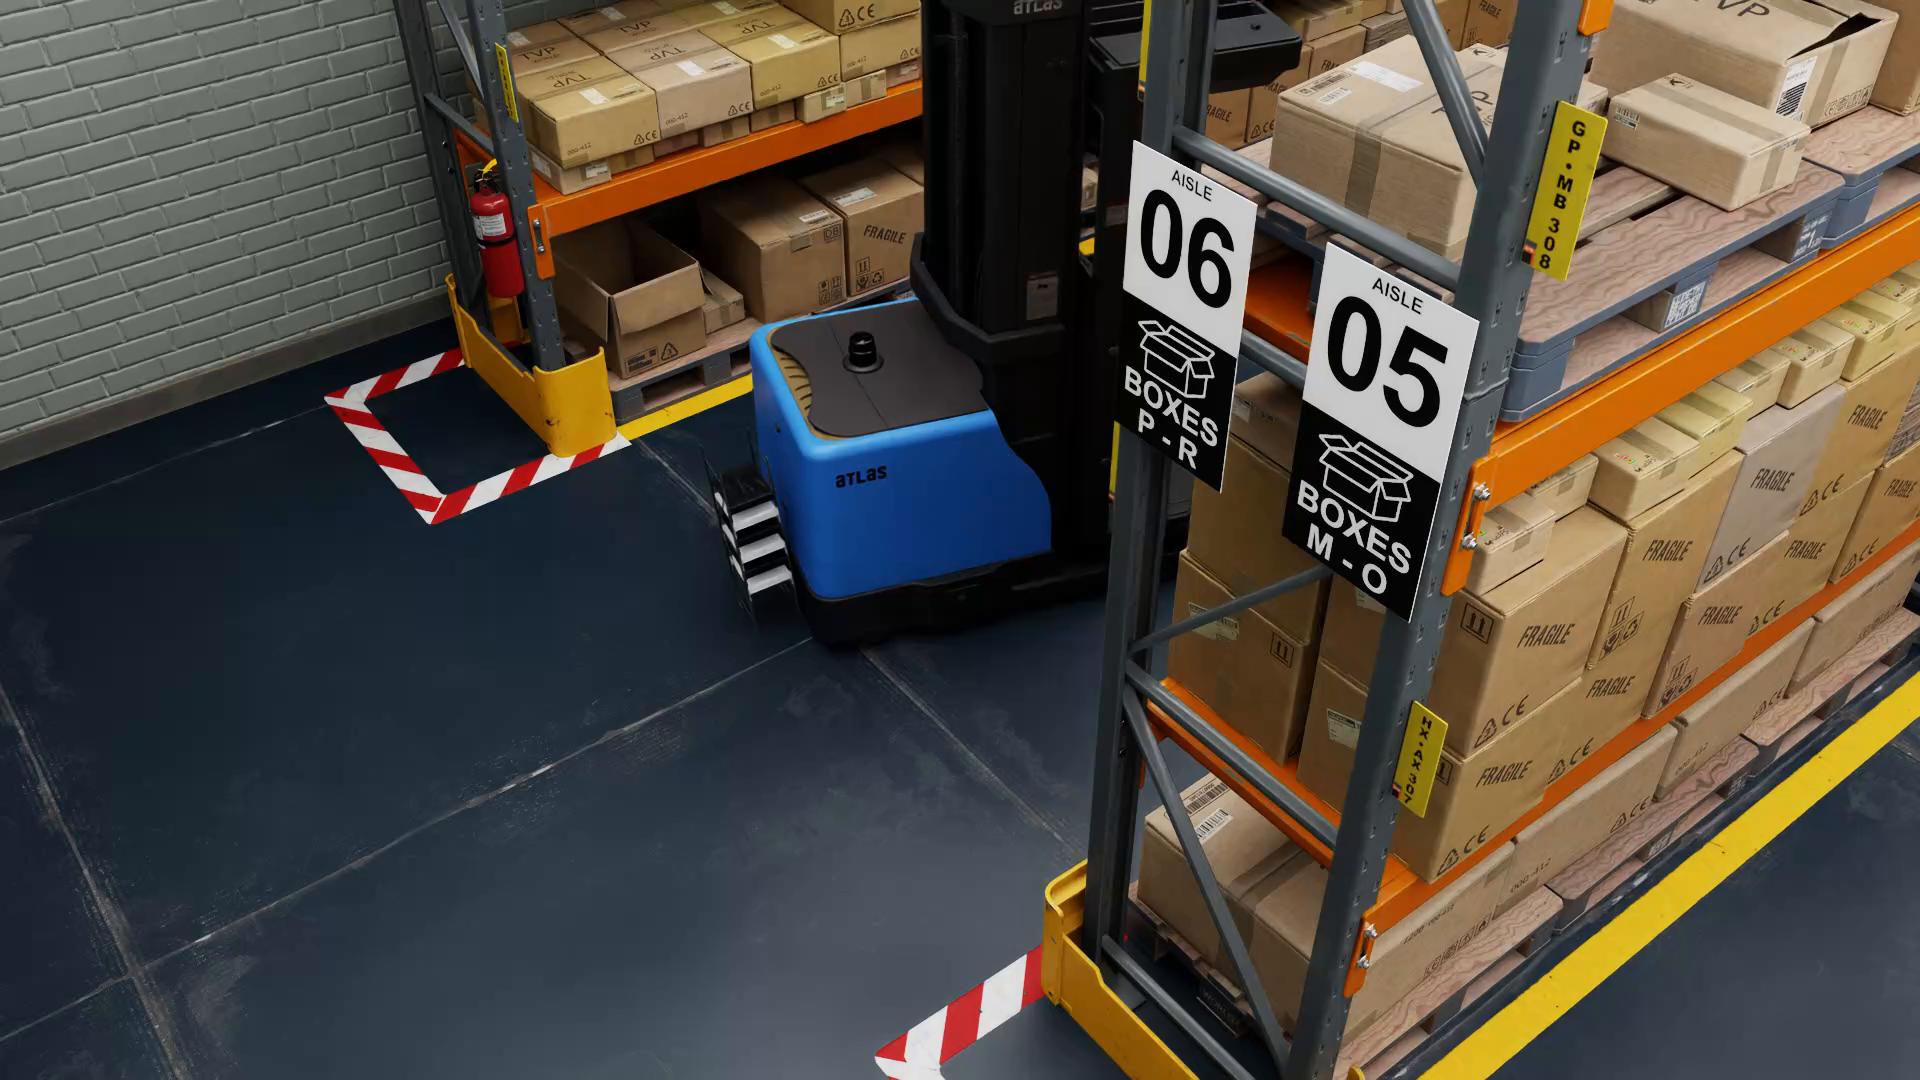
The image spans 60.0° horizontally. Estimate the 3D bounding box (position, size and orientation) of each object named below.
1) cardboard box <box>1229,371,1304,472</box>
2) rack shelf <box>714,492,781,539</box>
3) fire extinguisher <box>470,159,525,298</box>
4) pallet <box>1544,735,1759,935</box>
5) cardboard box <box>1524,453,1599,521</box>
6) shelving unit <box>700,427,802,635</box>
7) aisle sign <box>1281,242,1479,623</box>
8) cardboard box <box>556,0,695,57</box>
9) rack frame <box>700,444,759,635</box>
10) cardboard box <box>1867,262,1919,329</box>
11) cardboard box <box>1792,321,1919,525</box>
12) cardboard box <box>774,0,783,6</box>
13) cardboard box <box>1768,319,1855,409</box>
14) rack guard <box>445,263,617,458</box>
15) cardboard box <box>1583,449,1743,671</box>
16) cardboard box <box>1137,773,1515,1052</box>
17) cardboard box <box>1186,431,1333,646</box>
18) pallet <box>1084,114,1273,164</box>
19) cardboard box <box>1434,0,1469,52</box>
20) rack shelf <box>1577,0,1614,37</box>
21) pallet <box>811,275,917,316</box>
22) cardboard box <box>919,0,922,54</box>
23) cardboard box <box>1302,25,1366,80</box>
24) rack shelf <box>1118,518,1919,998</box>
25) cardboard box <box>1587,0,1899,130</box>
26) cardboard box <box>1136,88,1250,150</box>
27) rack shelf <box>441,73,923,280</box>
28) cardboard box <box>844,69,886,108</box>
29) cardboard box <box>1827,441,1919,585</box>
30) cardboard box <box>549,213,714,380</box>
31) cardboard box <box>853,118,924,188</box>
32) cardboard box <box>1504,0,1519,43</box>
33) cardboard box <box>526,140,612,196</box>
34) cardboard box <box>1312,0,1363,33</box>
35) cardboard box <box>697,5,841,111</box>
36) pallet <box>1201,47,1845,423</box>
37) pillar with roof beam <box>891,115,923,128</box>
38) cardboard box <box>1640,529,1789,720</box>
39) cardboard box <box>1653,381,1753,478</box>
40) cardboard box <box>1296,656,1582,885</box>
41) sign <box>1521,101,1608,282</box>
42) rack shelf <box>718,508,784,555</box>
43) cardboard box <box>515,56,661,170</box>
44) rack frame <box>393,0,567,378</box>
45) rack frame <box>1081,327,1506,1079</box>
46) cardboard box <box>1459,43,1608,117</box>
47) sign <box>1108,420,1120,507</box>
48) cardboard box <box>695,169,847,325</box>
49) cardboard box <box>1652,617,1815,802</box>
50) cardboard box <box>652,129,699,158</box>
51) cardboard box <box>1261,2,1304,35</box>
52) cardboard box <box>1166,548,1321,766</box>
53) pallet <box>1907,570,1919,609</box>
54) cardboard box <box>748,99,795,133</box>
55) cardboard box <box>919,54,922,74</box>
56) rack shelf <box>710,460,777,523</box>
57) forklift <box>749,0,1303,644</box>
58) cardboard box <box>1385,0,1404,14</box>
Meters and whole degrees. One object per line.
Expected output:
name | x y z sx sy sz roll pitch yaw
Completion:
cardboard box | 0.931 -0.302 4.374 0.250 0.149 0.380 -25 46 -28
rack shelf | -0.894 -0.136 6.963 0.200 0.077 0.258 -22 44 -17
fire extinguisher | -2.094 -1.418 7.468 0.183 0.674 0.296 -26 46 -28
pallet | 2.321 0.874 6.518 1.213 0.211 1.003 -26 46 -28
cardboard box | 1.383 -0.198 4.247 0.250 0.149 0.380 -25 45 -27
shelving unit | -0.882 -0.027 7.061 0.210 0.900 0.258 -22 44 -17
aisle sign | 0.888 -0.218 3.601 0.004 0.787 0.394 -26 46 -28
cardboard box | -1.647 -2.448 8.253 0.500 0.250 0.500 -26 46 -28
rack frame | -0.972 0.009 7.032 0.006 0.900 0.240 -22 44 -17
cardboard box | 2.652 -0.764 4.938 0.250 0.149 0.380 -26 46 -28
cardboard box | 2.526 -0.453 5.070 0.500 0.500 0.500 -26 46 -28
cardboard box | -0.836 -2.839 8.730 0.500 0.250 0.500 -26 46 -28
cardboard box | 2.256 -0.554 4.682 0.250 0.149 0.380 -26 46 -28
rack guard | -2.199 -0.944 8.507 0.348 0.500 1.175 -26 46 -28
cardboard box | 1.728 -0.057 4.587 0.500 0.500 0.500 -27 47 -29
cardboard box | 1.231 1.136 5.689 0.875 0.438 0.875 -28 47 -29
cardboard box | 1.005 -0.118 4.661 0.500 0.500 0.500 -24 45 -27
pallet | 1.534 -2.682 10.853 1.213 0.211 1.003 -26 46 -28
cardboard box | 3.063 -3.506 11.298 0.500 0.500 0.500 -24 45 -26
rack shelf | 2.354 -2.046 4.032 4.000 0.370 1.077 -26 46 -28
pallet | -0.601 -1.610 9.546 1.213 0.211 1.003 -26 46 -28
cardboard box | -0.135 -2.777 8.654 0.500 0.250 0.500 -26 46 -28
cardboard box | 2.248 -3.098 10.801 0.500 0.500 0.500 -27 47 -29
rack shelf | 2.354 0.119 5.807 4.000 0.370 1.077 -26 46 -28
cardboard box | 1.986 -1.266 4.224 0.500 0.311 0.500 -25 46 -27
cardboard box | 1.433 -2.697 10.312 0.500 0.500 0.500 -24 45 -26
rack shelf | -0.673 -2.376 8.849 4.000 0.370 1.077 -26 46 -28
cardboard box | -0.583 -2.358 8.457 0.250 0.149 0.380 -25 45 -27
cardboard box | 2.934 -0.260 5.623 0.500 0.500 0.500 -27 46 -29
cardboard box | -1.717 -1.267 8.567 0.637 0.503 0.797 -28 47 -30
cardboard box | -0.192 -1.978 9.436 0.500 0.500 0.700 -28 47 -30
cardboard box | 3.880 -3.897 11.776 0.500 0.500 0.500 -25 45 -27
cardboard box | -1.831 -1.773 7.744 0.250 0.149 0.380 -26 46 -28
cardboard box | 2.356 -3.415 10.676 0.250 0.149 0.380 -24 45 -27
cardboard box | -0.936 -2.371 8.158 0.500 0.250 0.500 -27 46 -29
pallet | 1.350 -0.804 4.070 1.213 0.211 1.003 -26 46 -28
pillar with roof beam | 2.434 -3.766 5.245 0.400 9.000 9.100 -26 46 -28
cardboard box | 2.122 0.137 5.139 0.500 0.500 0.500 -26 46 -28
cardboard box | 1.857 -0.351 4.434 0.250 0.149 0.380 -28 47 -29
cardboard box | 1.324 0.534 4.655 0.500 0.500 0.500 -26 46 -28
sign | 1.102 -0.633 3.040 0.005 0.325 0.100 -26 46 -28
rack shelf | -0.887 -0.070 7.023 0.200 0.077 0.258 -22 44 -17
cardboard box | -1.735 -1.978 7.680 0.500 0.250 0.500 -26 46 -28
rack frame | -2.259 -1.881 7.678 0.127 3.000 1.000 -26 46 -28
rack frame | 0.768 0.614 4.637 0.127 3.000 1.000 -26 46 -28
cardboard box | 1.354 -1.072 4.114 0.250 0.149 0.380 -30 48 -31
sign | 0.449 -0.204 4.534 0.005 0.325 0.100 -26 46 -28
cardboard box | -1.015 -1.577 8.947 0.500 0.500 0.700 -24 45 -26
cardboard box | 2.667 0.431 6.549 0.875 0.438 0.875 -27 47 -29
cardboard box | -1.471 -2.014 8.038 0.250 0.149 0.380 -27 46 -29
cardboard box | 1.937 -3.242 10.466 0.250 0.149 0.380 -27 46 -29
cardboard box | 0.989 0.255 4.995 0.500 0.500 0.500 -26 46 -28
pallet | 4.506 -0.190 7.816 1.213 0.211 1.003 -26 46 -28
cardboard box | -1.026 -2.186 8.248 0.250 0.149 0.380 -25 46 -27
cardboard box | -0.254 -2.611 8.766 0.250 0.149 0.380 -25 46 -28
rack shelf | -0.902 -0.203 6.903 0.200 0.077 0.258 -22 44 -17
forklift | 0.650 -1.251 6.964 3.031 2.935 1.130 -13 41 -15
cardboard box | 2.778 -3.603 10.905 0.250 0.149 0.380 -28 47 -30
